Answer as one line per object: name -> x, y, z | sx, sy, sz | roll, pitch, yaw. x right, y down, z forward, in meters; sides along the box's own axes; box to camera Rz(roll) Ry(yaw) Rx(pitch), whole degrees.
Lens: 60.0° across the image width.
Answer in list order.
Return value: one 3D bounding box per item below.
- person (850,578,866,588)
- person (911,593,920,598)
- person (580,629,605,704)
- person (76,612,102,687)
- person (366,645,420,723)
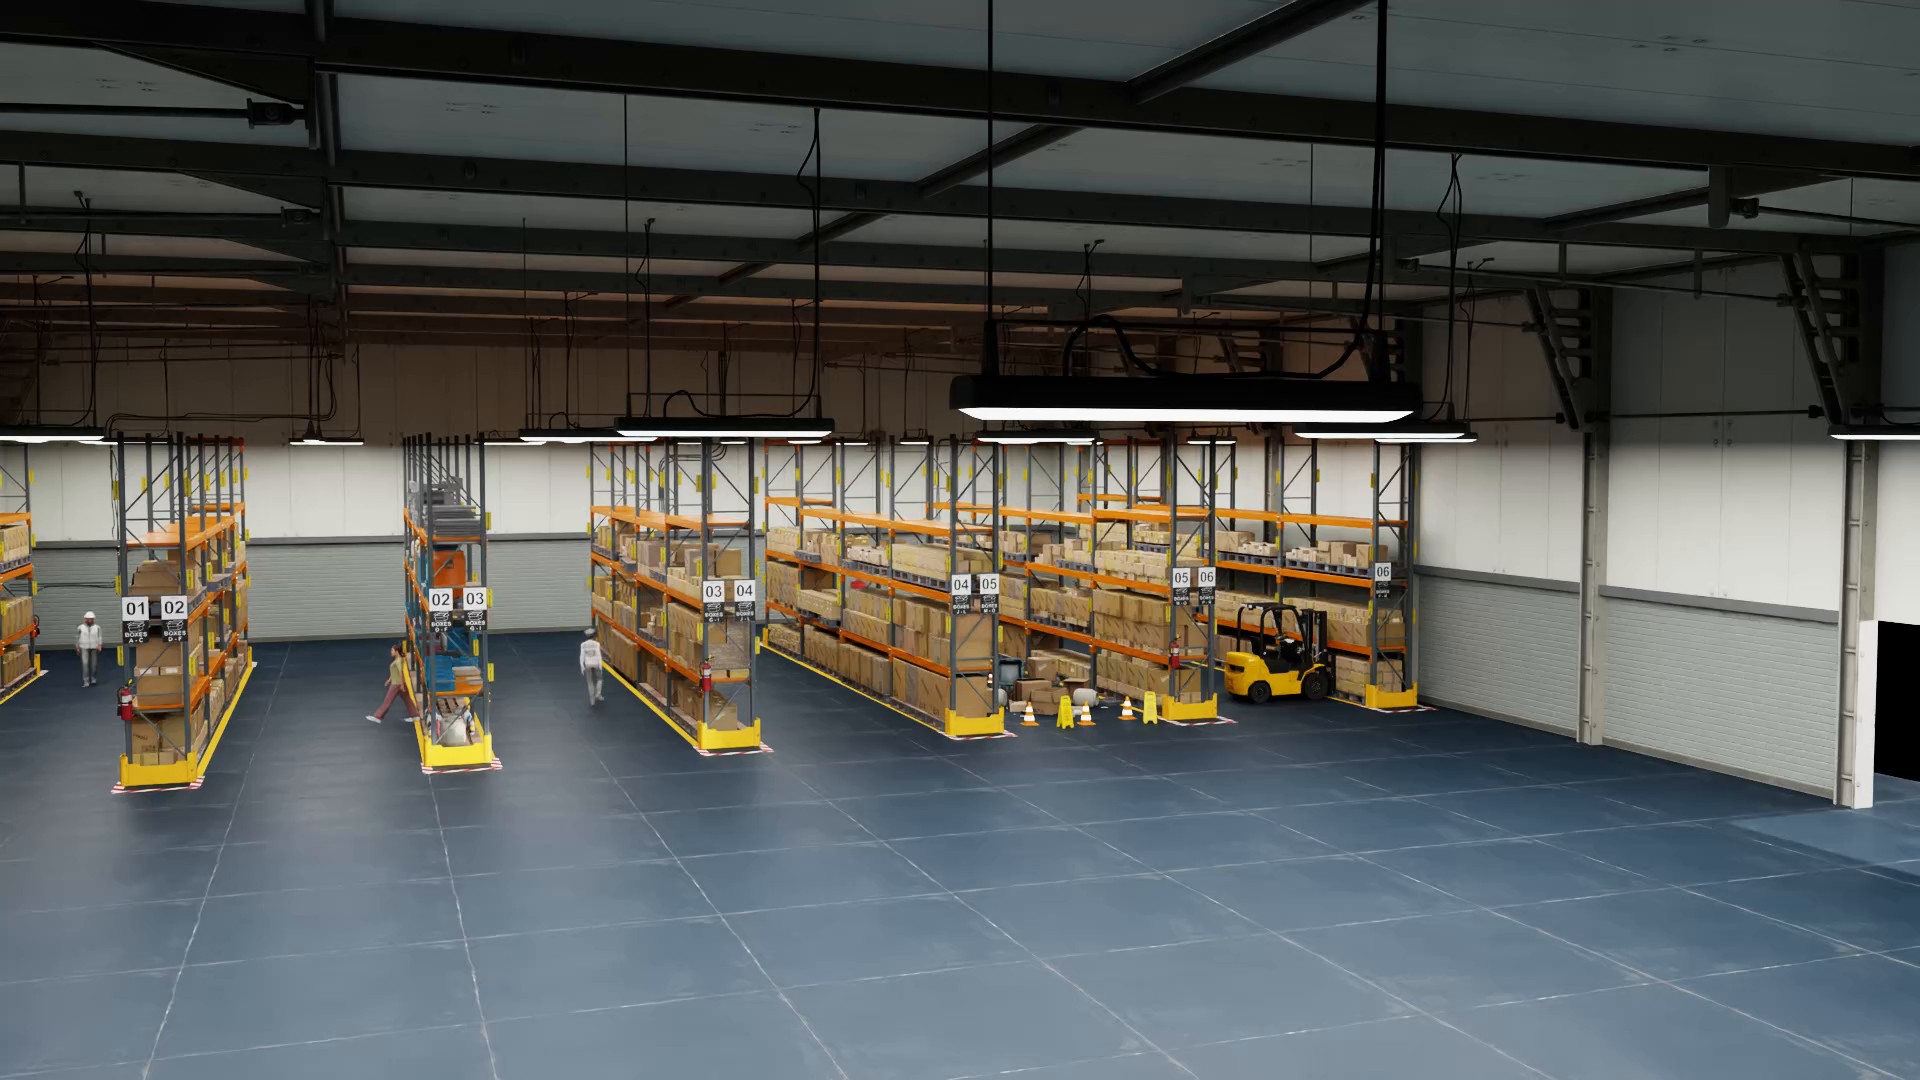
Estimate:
person -> -3.254, 1.909, 53.171 | 0.520, 1.695, 0.791 | 2, 4, 37
person -> -1.189, 2.316, 45.549 | 0.564, 1.774, 0.526 | 0, 3, -6
person -> -8.207, 2.824, 37.091 | 0.528, 1.673, 0.483 | -1, 3, -11
person -> -20.973, 2.638, 40.101 | 0.569, 1.775, 0.752 | -2, 4, -34
person -> -11.742, 2.982, 34.469 | 1.033, 1.616, 0.484 | 0, 3, -6
